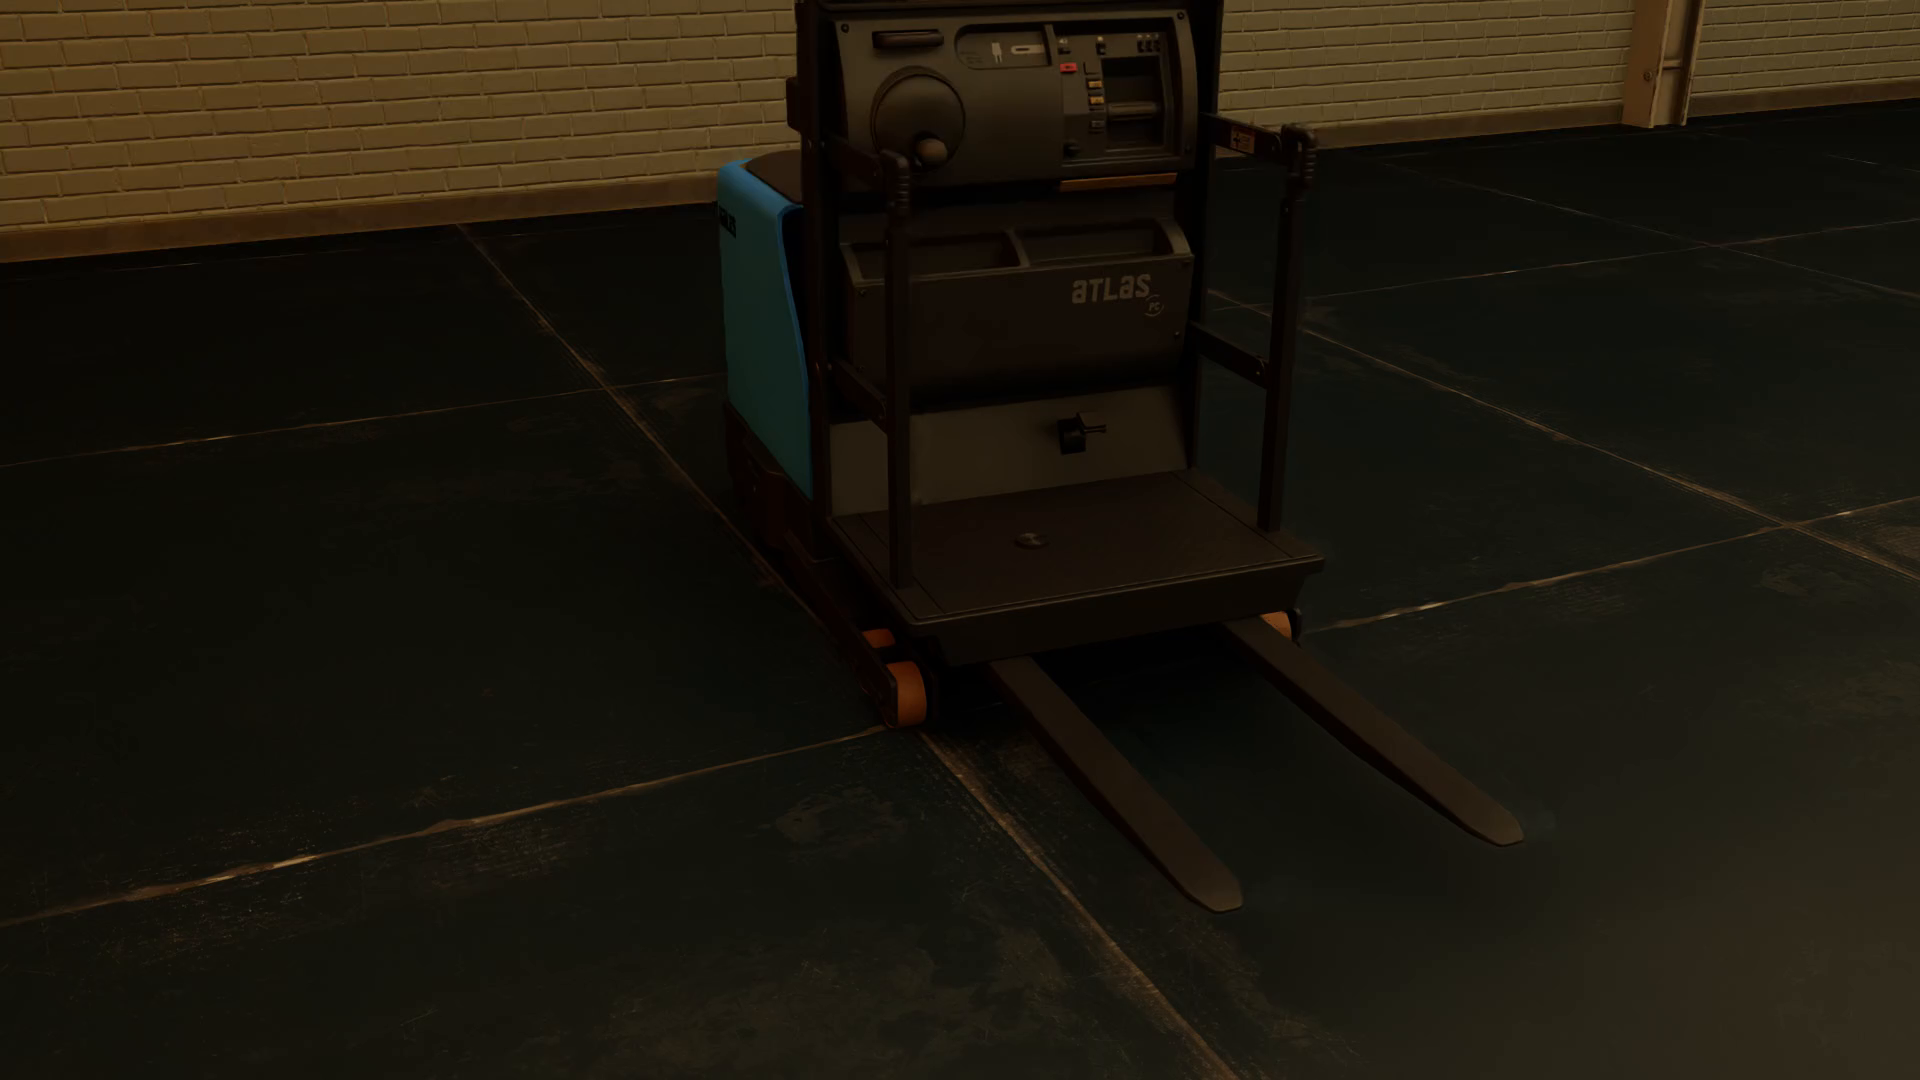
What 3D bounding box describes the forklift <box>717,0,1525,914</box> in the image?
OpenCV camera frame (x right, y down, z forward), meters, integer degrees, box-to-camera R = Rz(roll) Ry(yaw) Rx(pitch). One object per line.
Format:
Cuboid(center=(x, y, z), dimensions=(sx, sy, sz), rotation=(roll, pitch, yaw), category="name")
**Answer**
Cuboid(center=(0.229, -1.078, 3.880), dimensions=(1.130, 2.935, 3.031), rotation=(-8, 24, -19), category="forklift")
